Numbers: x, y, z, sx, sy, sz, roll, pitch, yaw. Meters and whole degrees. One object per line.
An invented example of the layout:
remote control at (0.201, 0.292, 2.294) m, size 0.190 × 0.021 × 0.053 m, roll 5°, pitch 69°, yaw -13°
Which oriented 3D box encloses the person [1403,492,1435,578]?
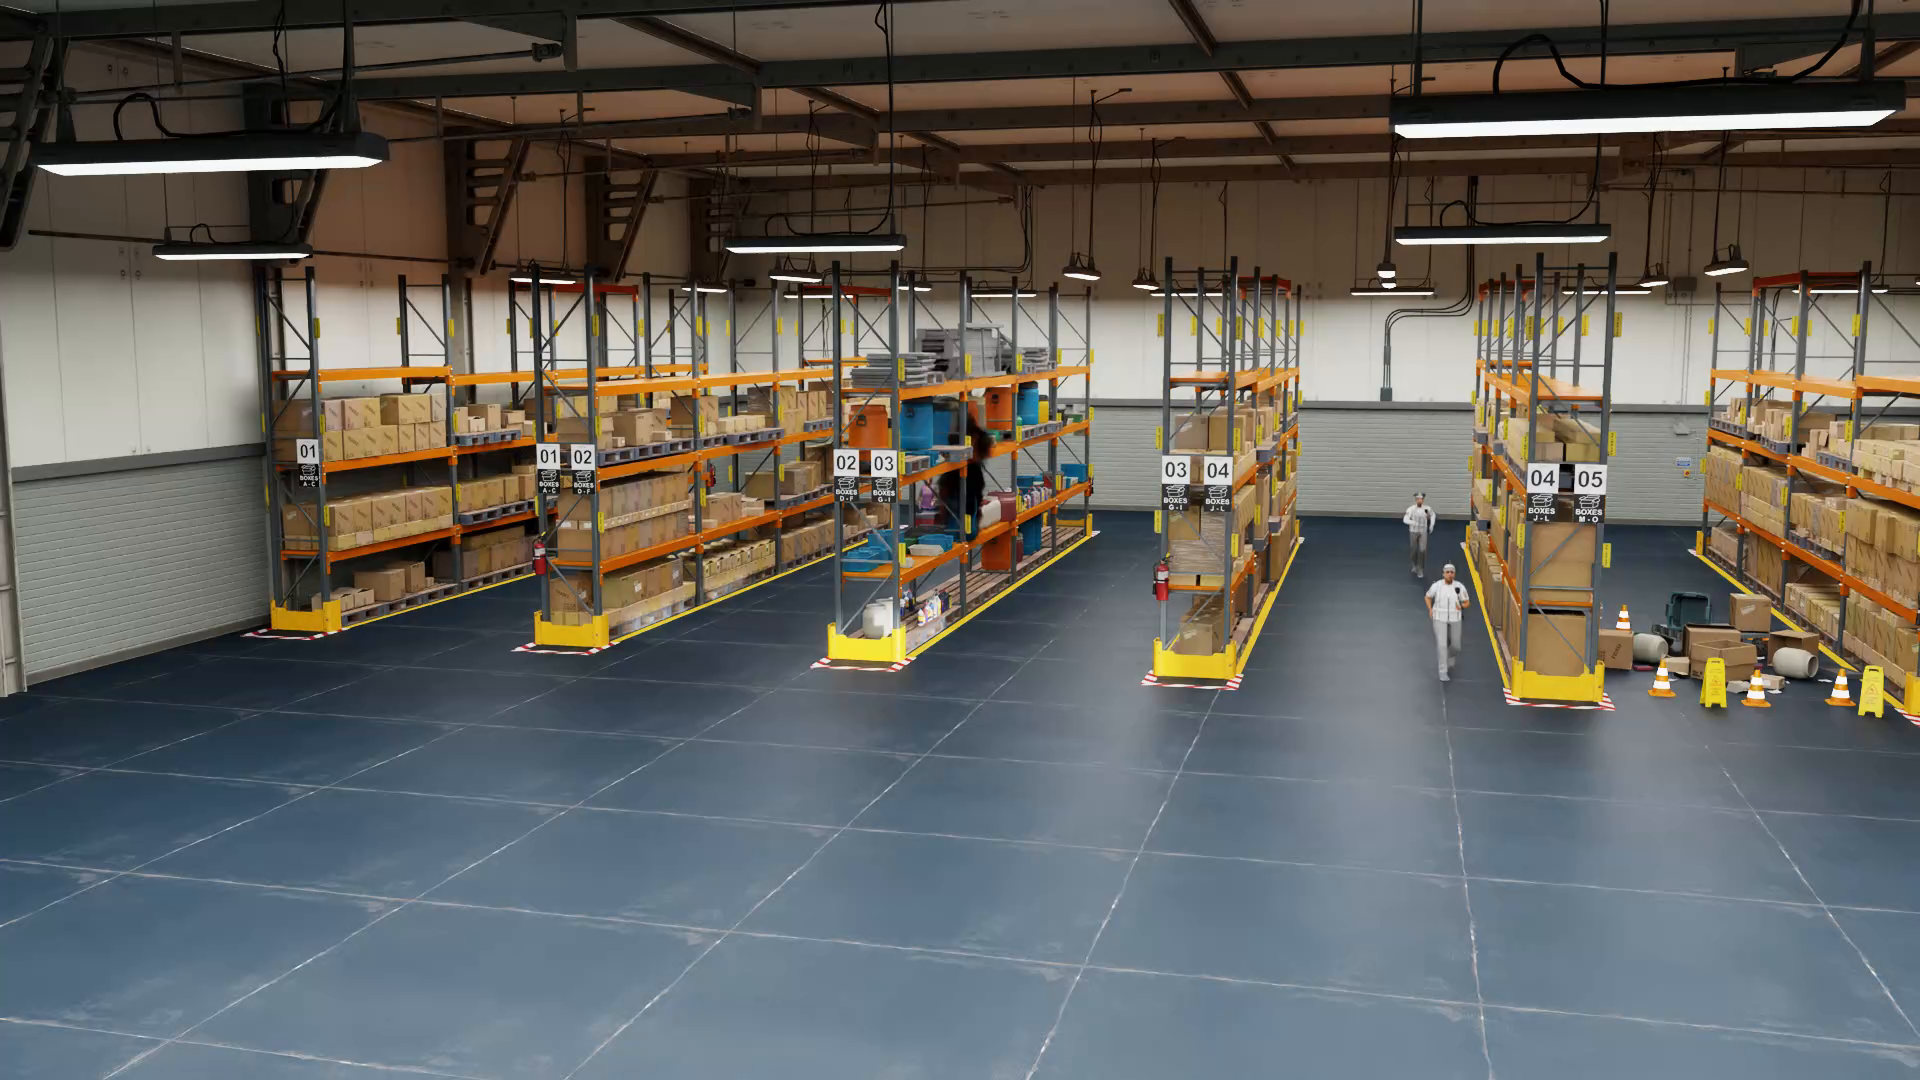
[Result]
person at (9.313, -0.102, 33.745) m, size 0.621 × 1.766 × 0.763 m, roll 2°, pitch 8°, yaw 16°

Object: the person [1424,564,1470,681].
person at (7.010, 1.160, 23.935) m, size 0.620 × 1.635 × 0.824 m, roll 1°, pitch 7°, yaw 10°

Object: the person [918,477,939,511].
person at (-0.748, -0.744, 39.240) m, size 0.529 × 1.556 × 0.601 m, roll 1°, pitch 7°, yaw 9°
